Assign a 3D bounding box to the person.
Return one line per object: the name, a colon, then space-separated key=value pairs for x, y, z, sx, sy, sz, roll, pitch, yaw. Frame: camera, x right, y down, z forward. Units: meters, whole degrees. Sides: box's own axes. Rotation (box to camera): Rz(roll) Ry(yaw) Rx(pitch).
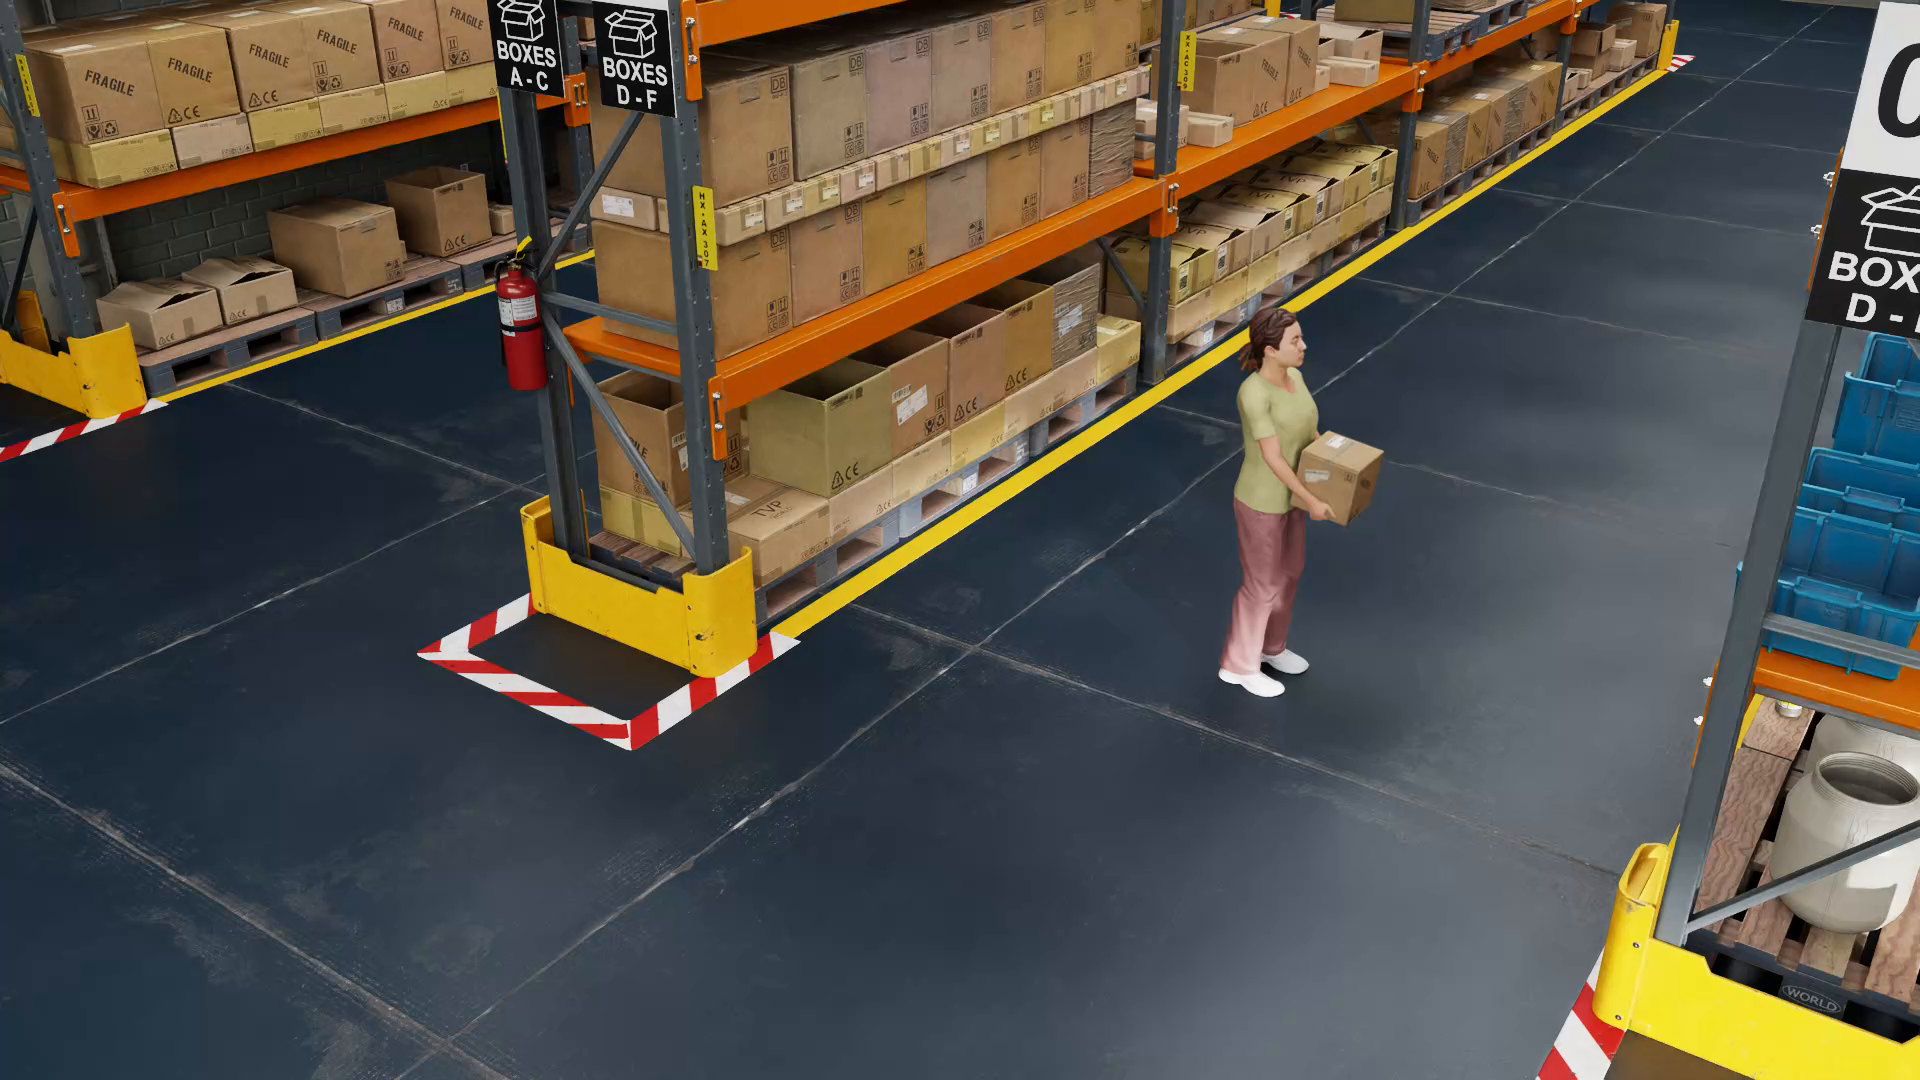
person: x=1.358 y=-0.146 z=6.906 sx=0.553 sy=1.653 sz=0.423 roll=18 pitch=32 yaw=31
